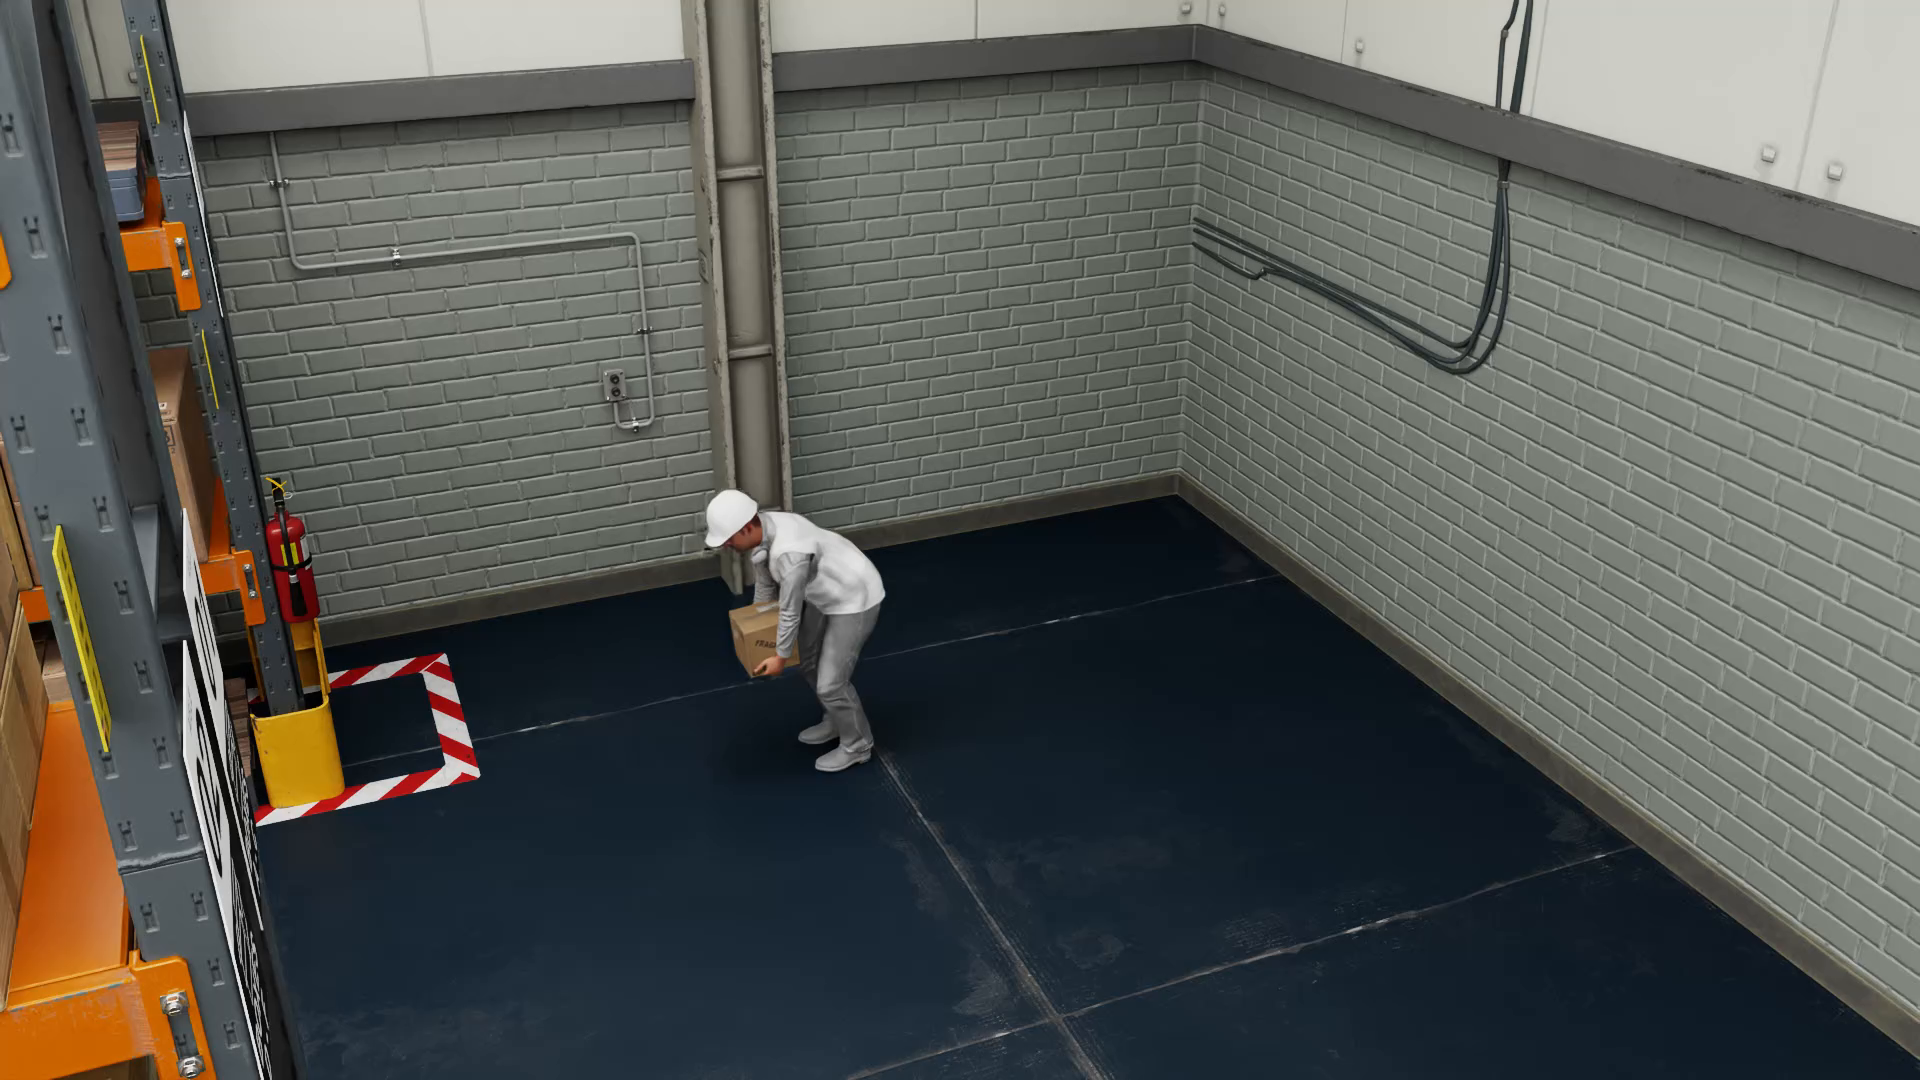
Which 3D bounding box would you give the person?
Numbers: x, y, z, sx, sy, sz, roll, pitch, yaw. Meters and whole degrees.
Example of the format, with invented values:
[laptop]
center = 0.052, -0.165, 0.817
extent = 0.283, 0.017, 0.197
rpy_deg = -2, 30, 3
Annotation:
[person]
center = -0.675, 0.289, 8.001
extent = 0.575, 1.762, 0.489
rpy_deg = -11, 28, -22
